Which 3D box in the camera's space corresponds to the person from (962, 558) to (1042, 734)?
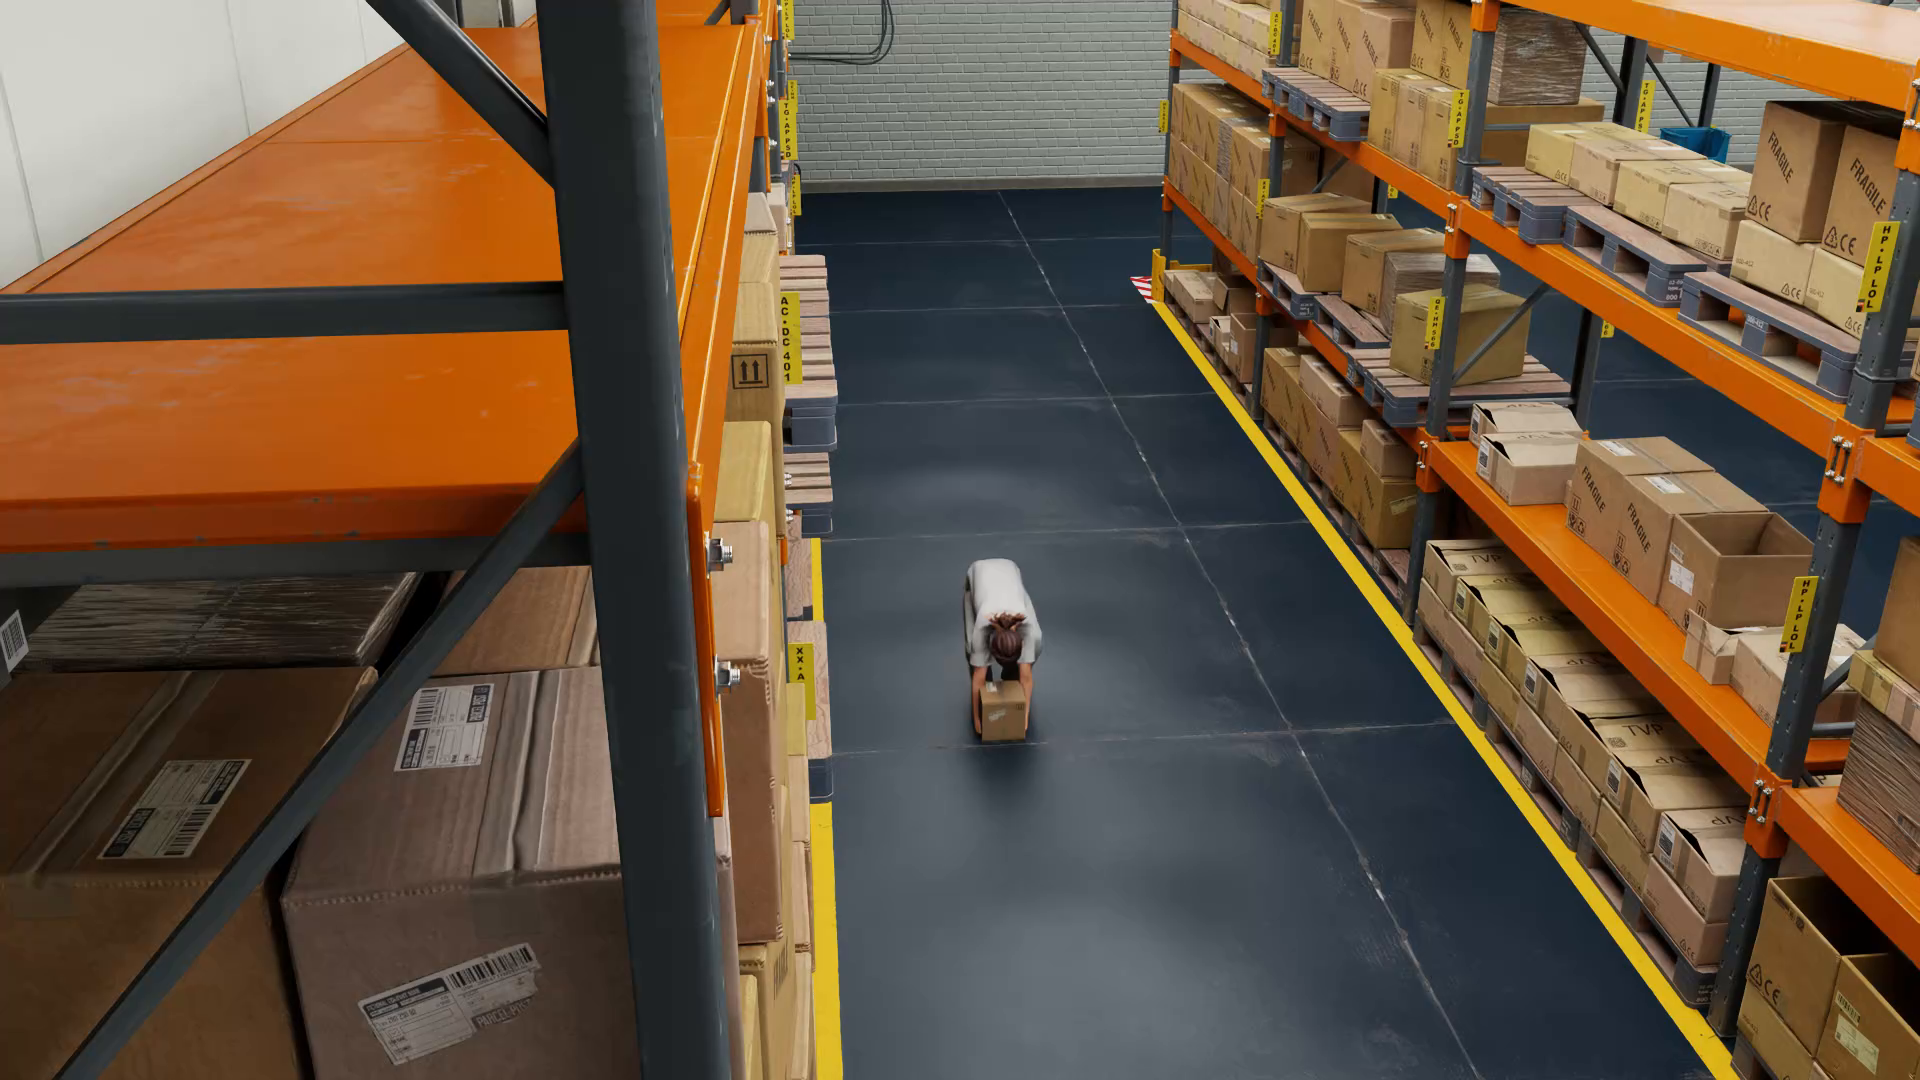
[{"bbox_3d":[0.249,0.606,9.764,0.457,0.841,0.853,-3,24,-8],"label":"person"}]
